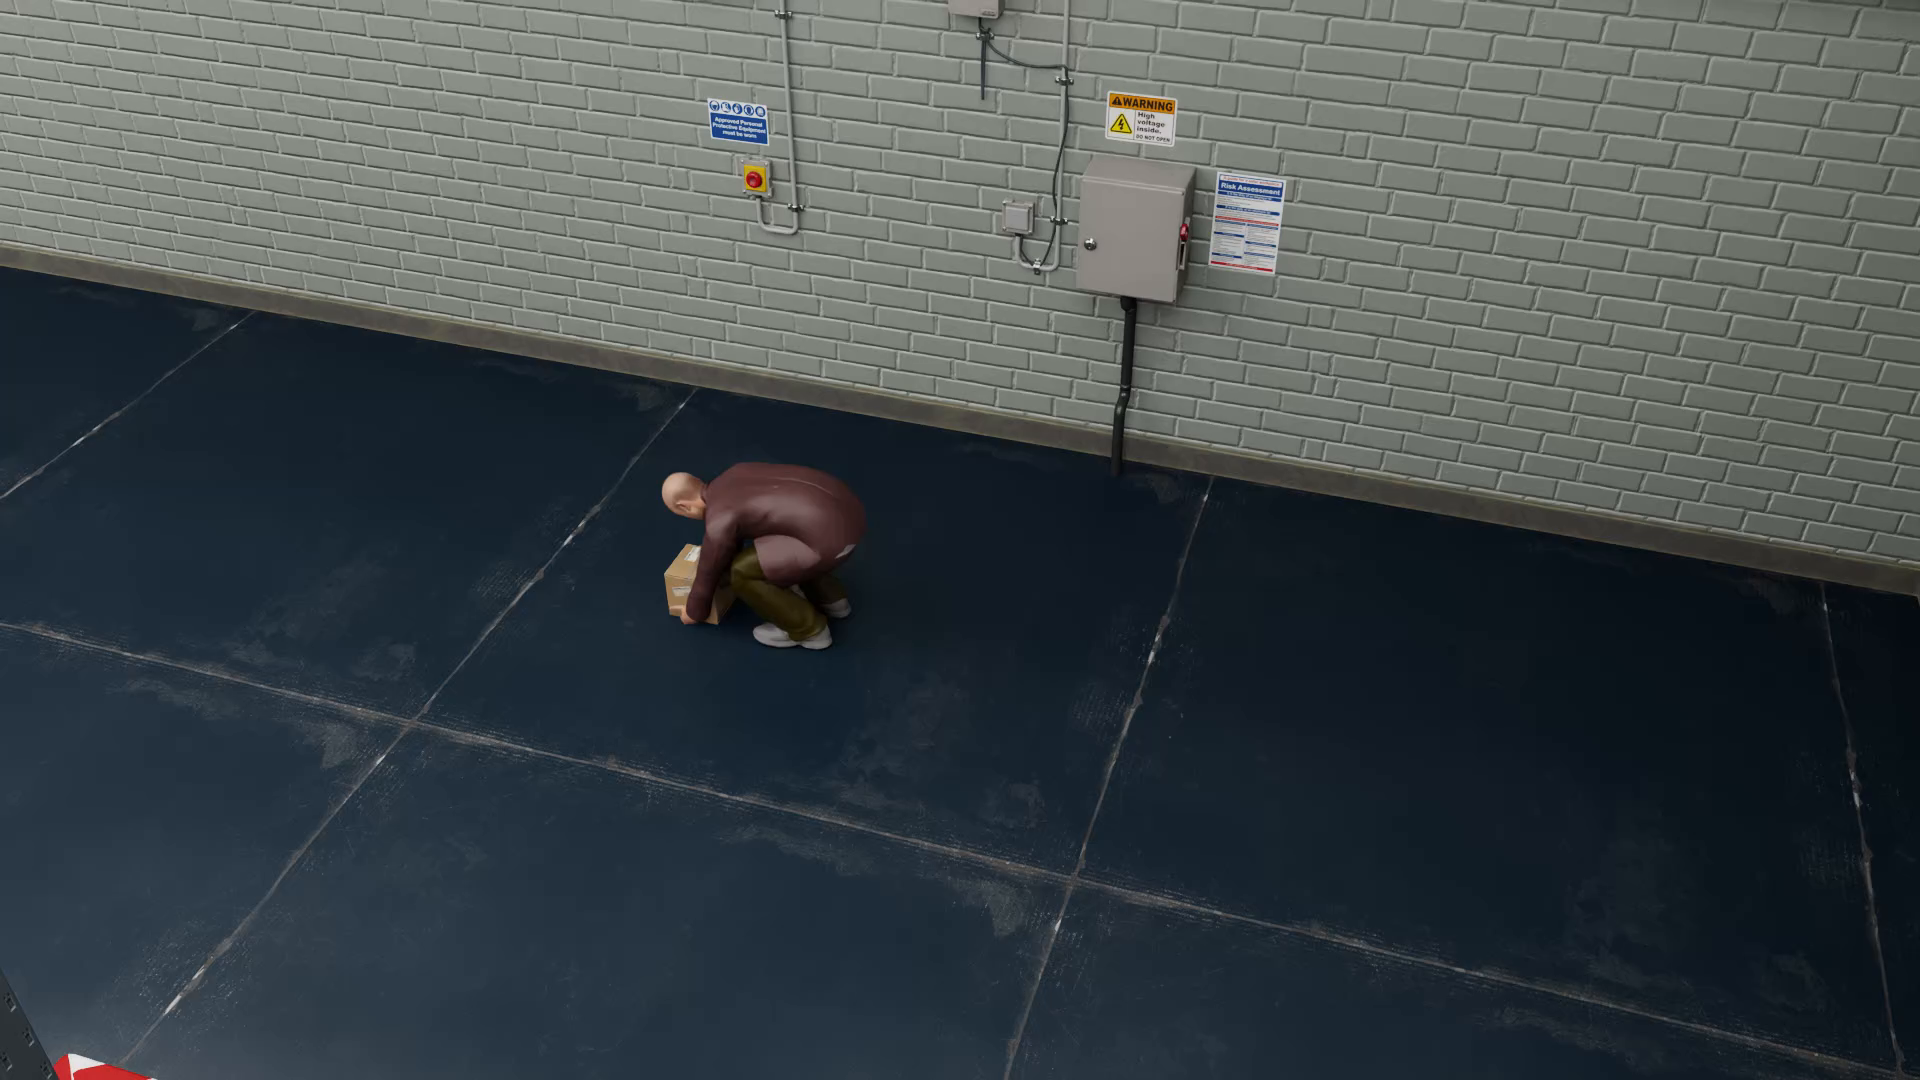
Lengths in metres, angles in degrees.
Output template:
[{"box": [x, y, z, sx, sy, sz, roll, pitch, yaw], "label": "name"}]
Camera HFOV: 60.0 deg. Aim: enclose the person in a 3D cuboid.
[{"box": [-0.886, 0.046, 7.656, 0.952, 0.849, 0.584, 10, 38, 13], "label": "person"}]
